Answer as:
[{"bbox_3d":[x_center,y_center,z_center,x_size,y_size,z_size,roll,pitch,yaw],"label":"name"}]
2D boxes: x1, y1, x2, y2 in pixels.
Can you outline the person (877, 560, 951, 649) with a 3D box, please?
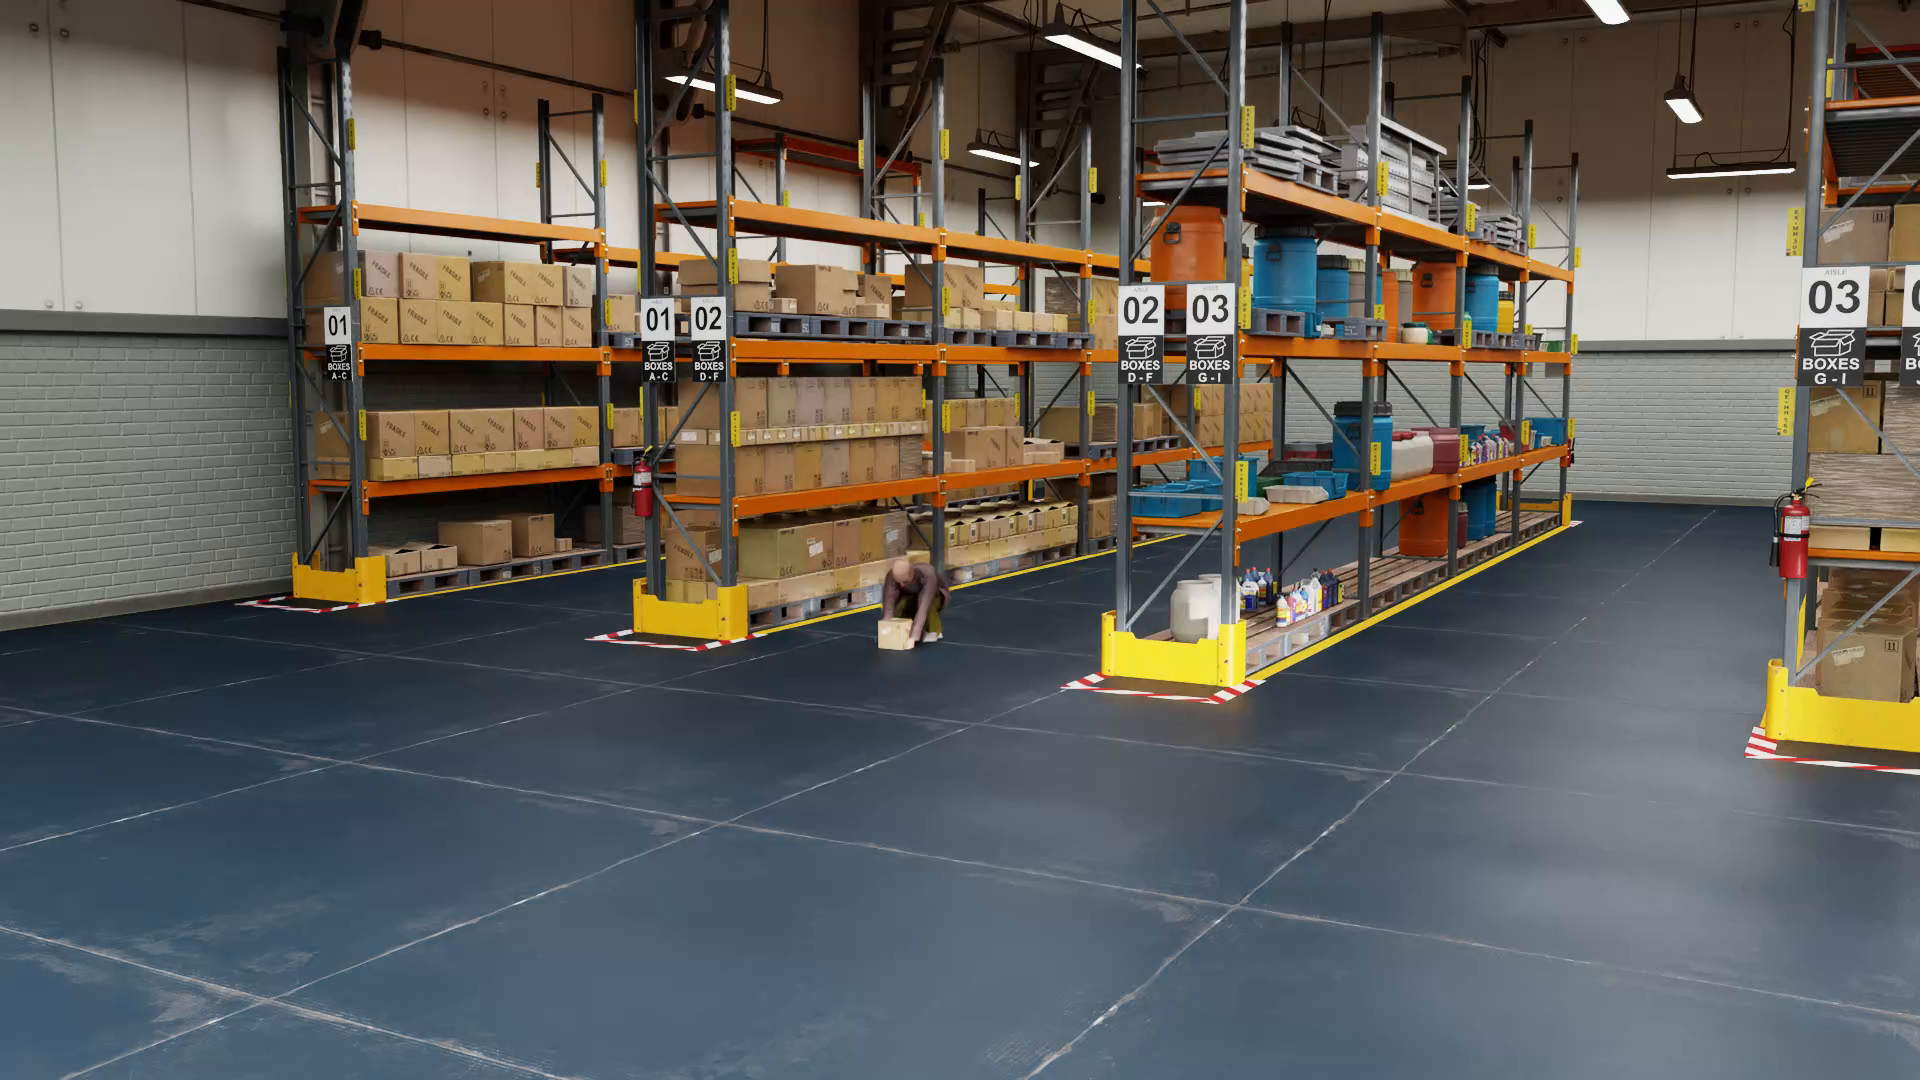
[{"bbox_3d":[-0.418,0.596,15.474,0.584,0.871,0.910,3,7,28],"label":"person"}]
